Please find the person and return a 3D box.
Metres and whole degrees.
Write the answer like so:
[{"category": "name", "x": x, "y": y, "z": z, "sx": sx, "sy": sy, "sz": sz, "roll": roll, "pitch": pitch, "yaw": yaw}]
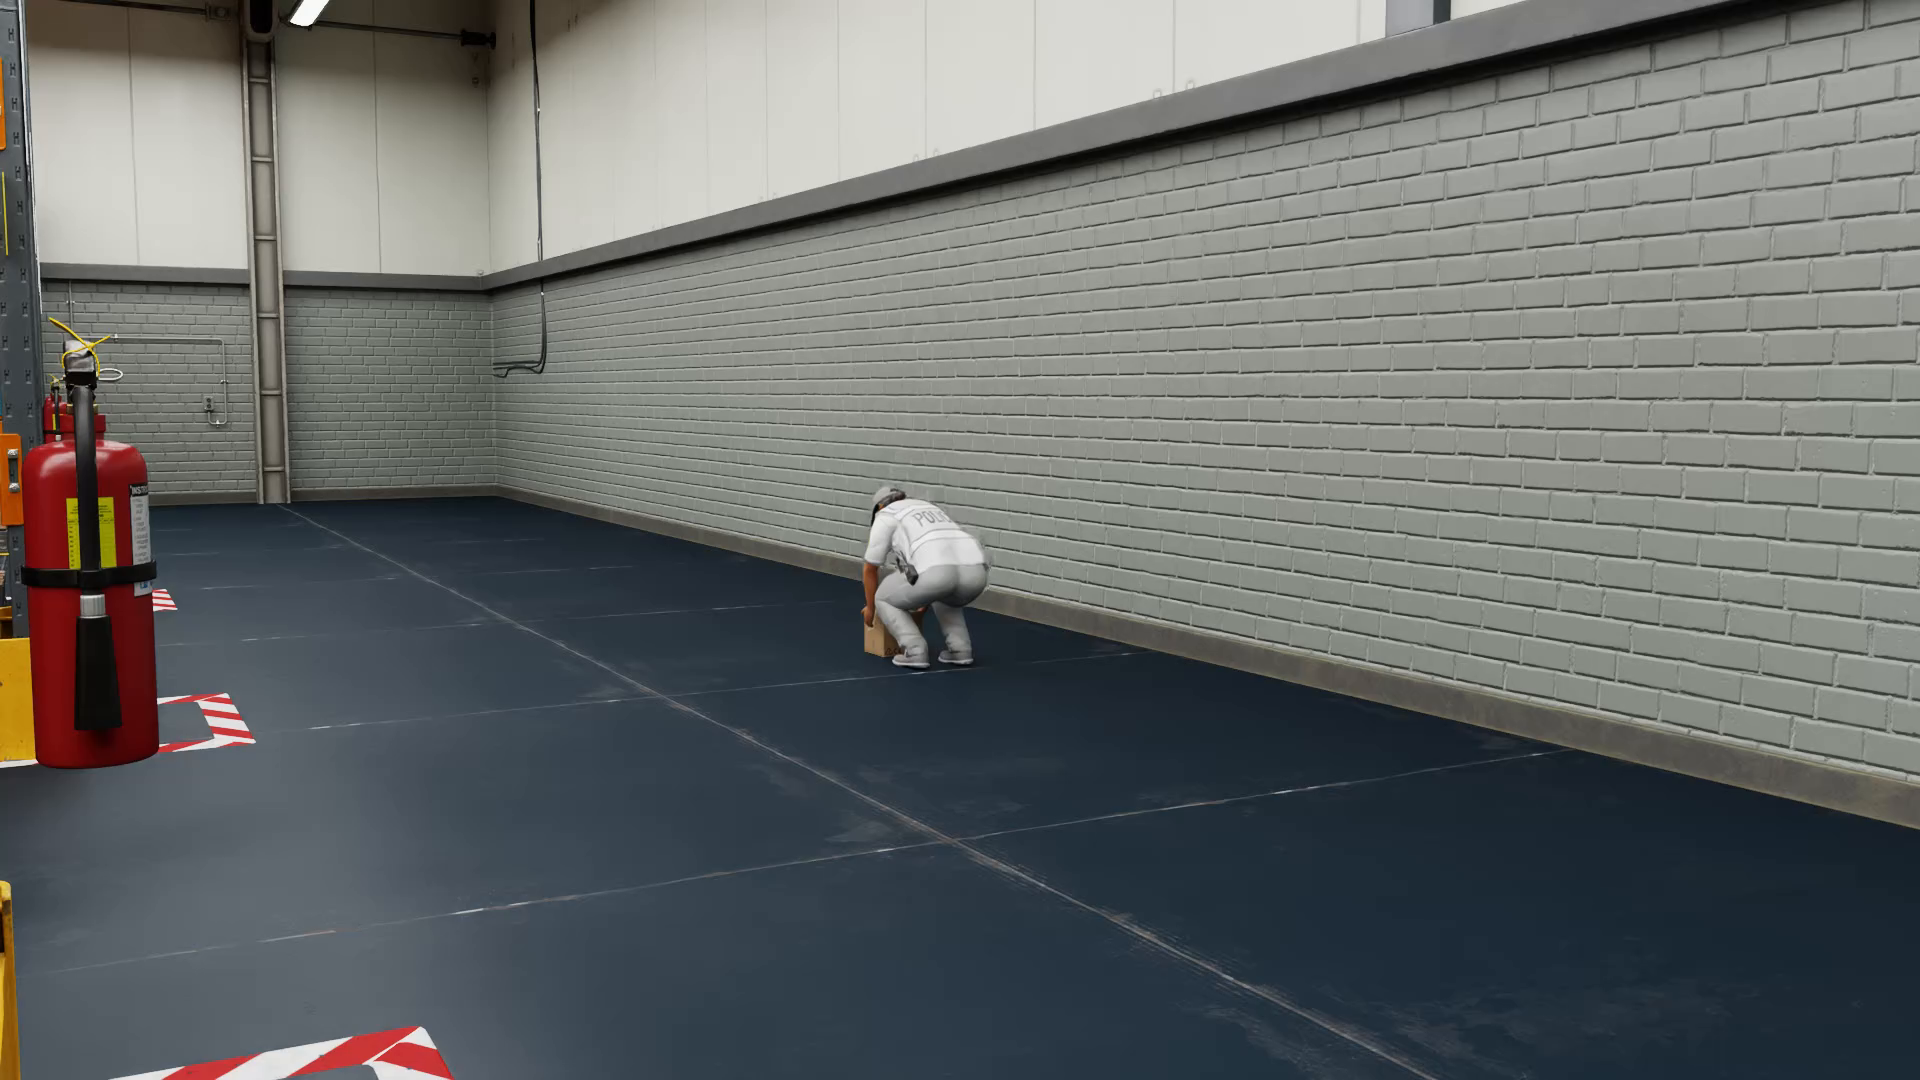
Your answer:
[{"category": "person", "x": -0.215, "y": 0.201, "z": 9.178, "sx": 0.525, "sy": 0.969, "sz": 0.830, "roll": -3, "pitch": 6, "yaw": -29}]
